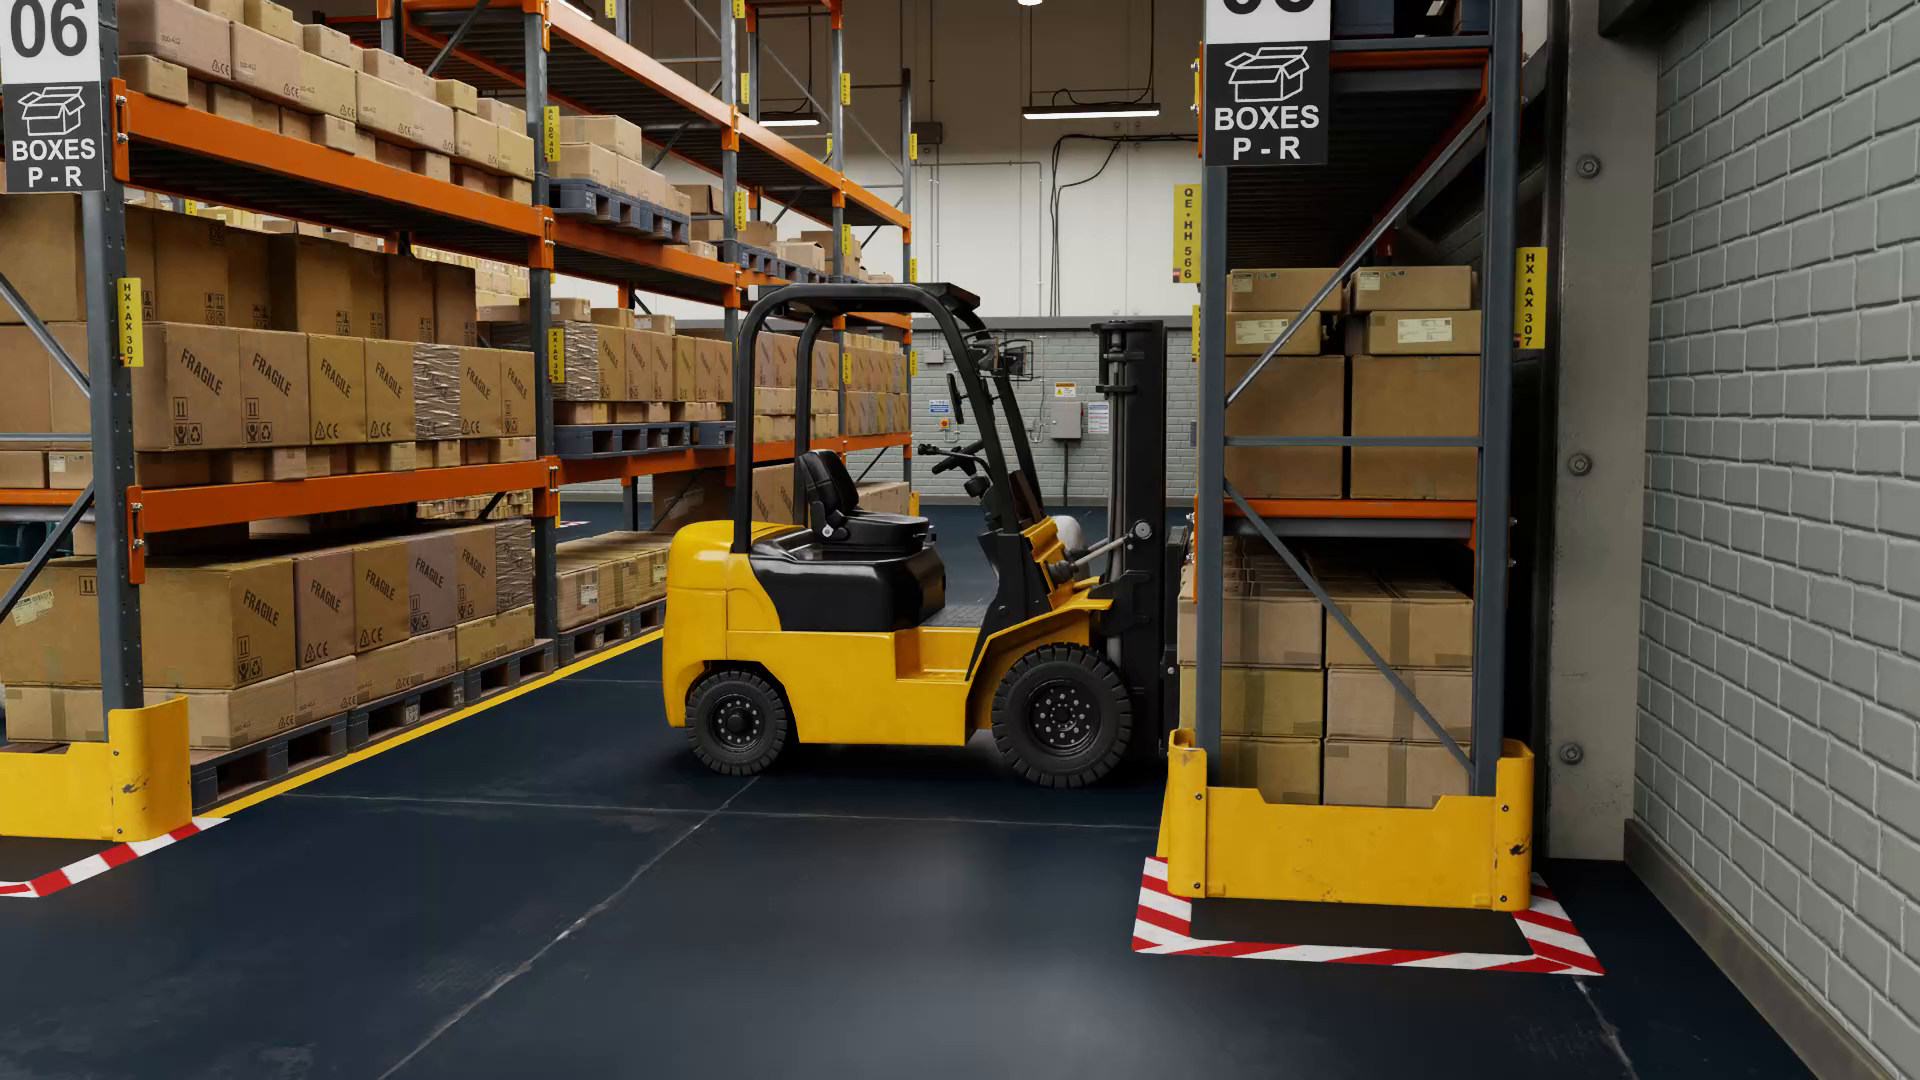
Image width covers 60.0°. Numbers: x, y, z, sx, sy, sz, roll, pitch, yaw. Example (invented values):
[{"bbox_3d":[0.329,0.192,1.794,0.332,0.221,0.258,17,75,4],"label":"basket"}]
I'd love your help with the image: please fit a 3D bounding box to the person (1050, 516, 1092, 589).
[{"bbox_3d":[0.654,0.301,11.227,0.471,0.857,0.847,0,5,6],"label":"person"}]
